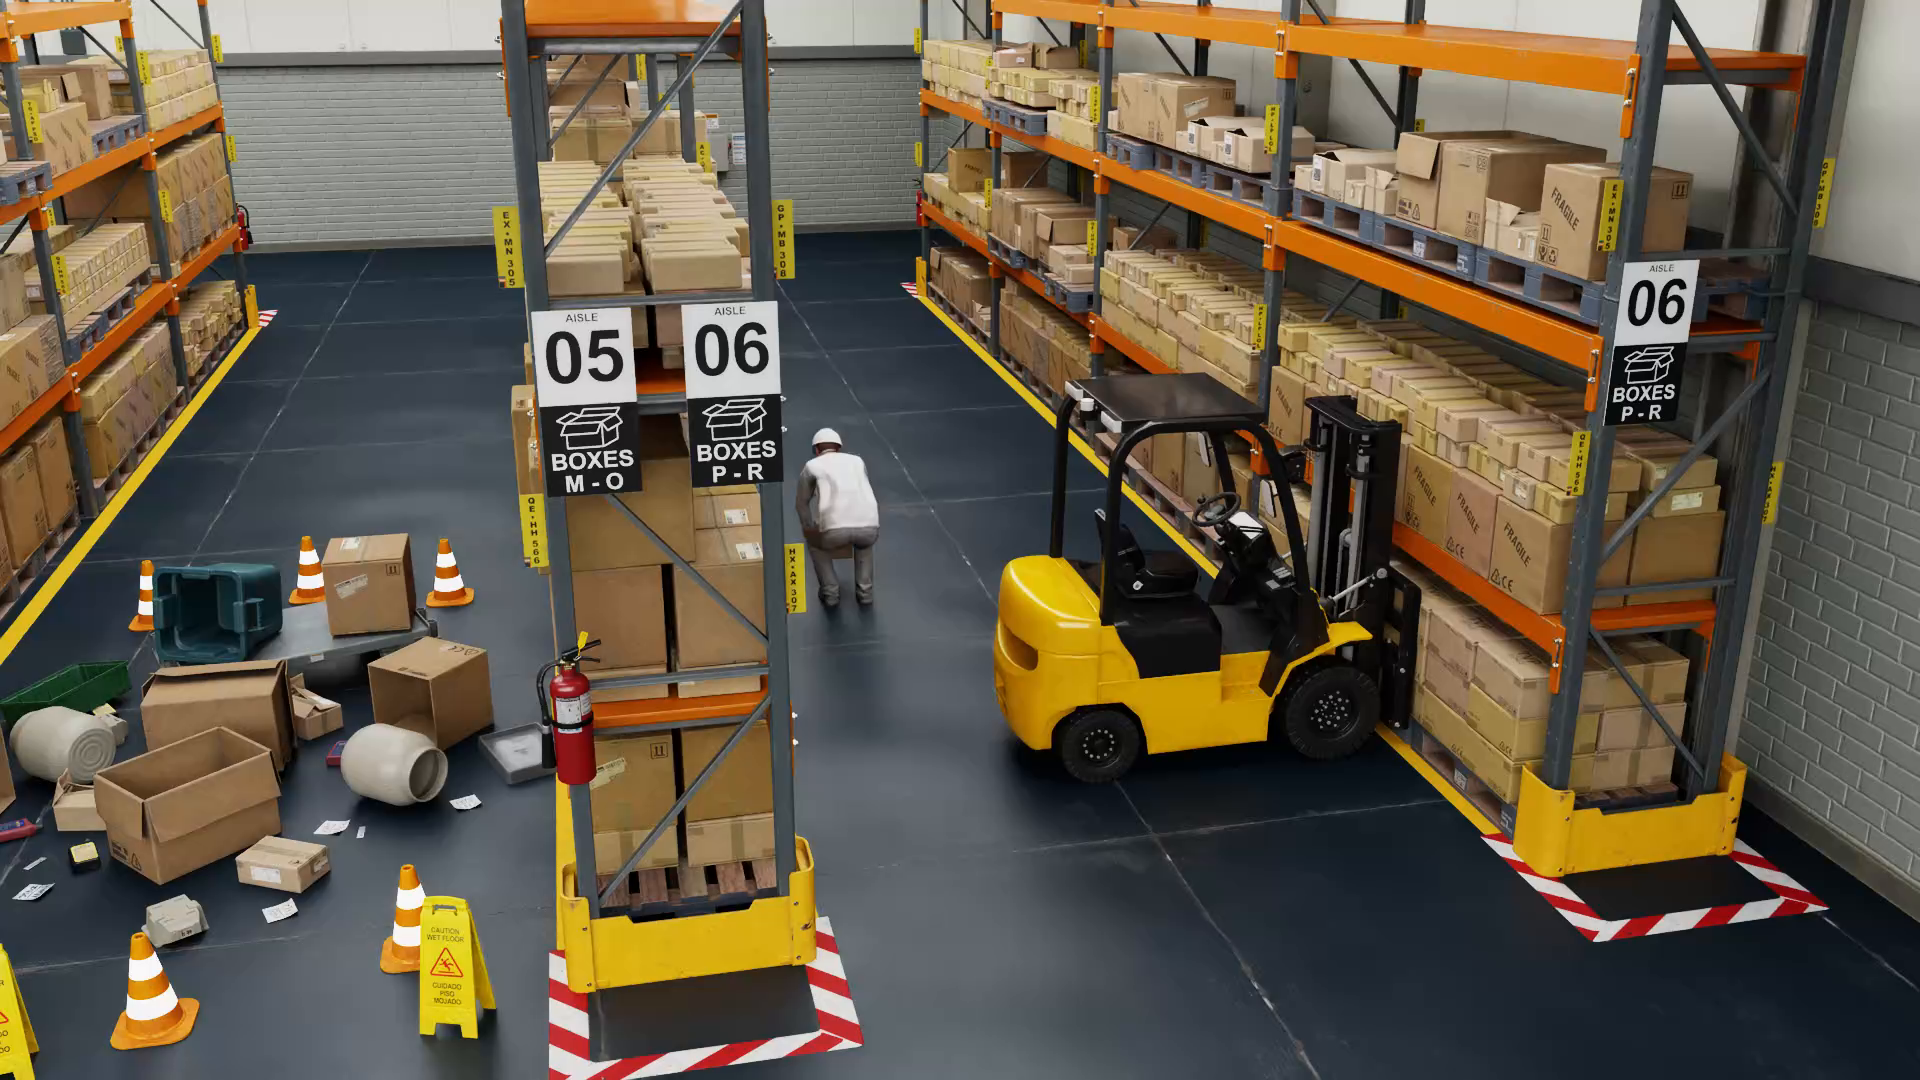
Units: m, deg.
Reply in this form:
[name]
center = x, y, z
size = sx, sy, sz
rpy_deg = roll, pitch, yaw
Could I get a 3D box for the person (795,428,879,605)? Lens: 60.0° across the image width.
[person]
center = -0.911, -0.157, 12.306
size = 0.575, 1.222, 0.843
rpy_deg = -5, 20, -13
